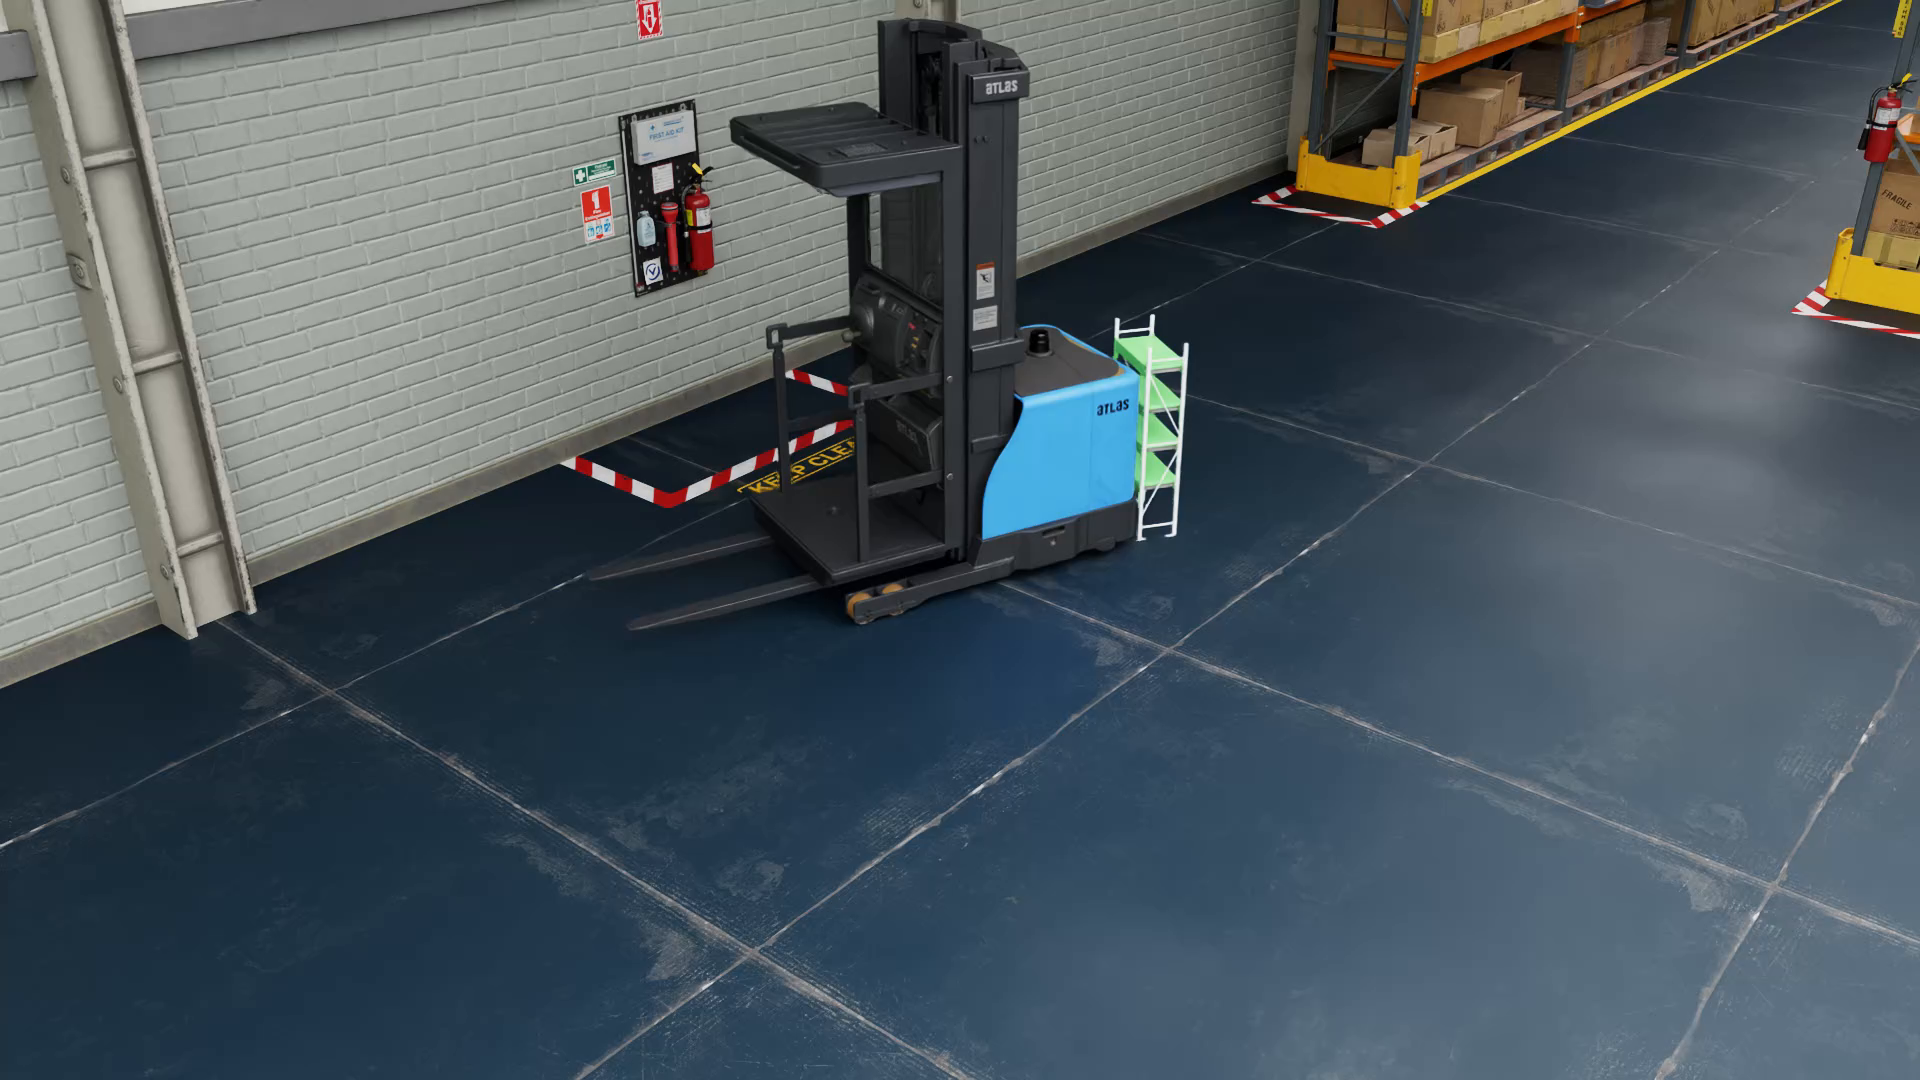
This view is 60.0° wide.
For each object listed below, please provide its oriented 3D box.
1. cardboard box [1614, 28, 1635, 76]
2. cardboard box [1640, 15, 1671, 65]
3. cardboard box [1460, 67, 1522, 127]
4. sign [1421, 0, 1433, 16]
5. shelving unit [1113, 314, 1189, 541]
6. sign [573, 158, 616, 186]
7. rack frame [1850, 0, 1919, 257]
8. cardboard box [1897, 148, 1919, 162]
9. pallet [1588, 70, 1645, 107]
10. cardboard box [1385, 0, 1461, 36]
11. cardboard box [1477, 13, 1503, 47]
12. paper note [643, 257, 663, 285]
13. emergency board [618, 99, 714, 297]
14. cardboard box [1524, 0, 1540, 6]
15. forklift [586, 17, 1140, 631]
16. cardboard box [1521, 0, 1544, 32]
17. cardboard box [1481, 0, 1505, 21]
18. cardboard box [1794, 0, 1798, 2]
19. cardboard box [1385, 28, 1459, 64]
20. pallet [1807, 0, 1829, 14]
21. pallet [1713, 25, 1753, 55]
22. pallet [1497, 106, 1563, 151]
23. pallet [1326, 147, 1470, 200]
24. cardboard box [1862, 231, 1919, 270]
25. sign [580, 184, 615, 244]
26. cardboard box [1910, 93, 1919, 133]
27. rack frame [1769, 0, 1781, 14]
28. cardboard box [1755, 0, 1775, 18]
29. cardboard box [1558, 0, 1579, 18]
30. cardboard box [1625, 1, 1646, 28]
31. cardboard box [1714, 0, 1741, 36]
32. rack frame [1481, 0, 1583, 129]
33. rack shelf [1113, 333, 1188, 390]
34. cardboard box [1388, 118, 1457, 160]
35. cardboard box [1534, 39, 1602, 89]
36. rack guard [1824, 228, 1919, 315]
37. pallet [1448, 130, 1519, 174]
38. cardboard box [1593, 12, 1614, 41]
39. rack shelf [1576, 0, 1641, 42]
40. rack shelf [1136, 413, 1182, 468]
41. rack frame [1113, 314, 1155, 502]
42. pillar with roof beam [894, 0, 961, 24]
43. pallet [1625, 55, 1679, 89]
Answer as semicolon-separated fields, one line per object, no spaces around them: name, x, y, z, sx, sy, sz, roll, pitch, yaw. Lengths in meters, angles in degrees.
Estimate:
cardboard box;7.768;-5.994;20.314;0.700;0.500;0.500;21;34;34
cardboard box;8.479;-6.327;20.958;0.700;0.500;0.500;21;34;35
cardboard box;5.724;-4.800;18.005;0.500;0.500;0.500;18;32;31
sign;4.227;-4.902;15.019;0.100;0.325;0.005;21;34;34
shelving unit;1.085;-0.654;9.708;0.258;1.200;0.503;-8;28;-15
sign;-2.253;-2.269;10.256;0.001;0.109;0.331;21;34;34
rack frame;7.633;-3.230;12.728;1.000;3.000;0.127;21;34;34
cardboard box;8.370;-3.164;14.321;0.500;0.500;0.500;21;34;34
pallet;7.623;-5.567;20.281;1.003;0.211;1.213;21;34;34
cardboard box;4.344;-5.033;15.539;0.500;0.500;0.500;21;34;34
cardboard box;5.012;-5.066;16.419;0.500;0.250;0.500;20;34;34
paper note;-1.997;-1.751;10.829;0.016;0.148;0.142;21;34;34
emergency board;-1.831;-2.185;10.709;0.194;1.169;0.643;21;34;34
cardboard box;5.649;-5.758;16.940;0.500;0.500;0.500;20;33;33
forklift;-0.523;-1.128;8.740;3.031;2.935;1.130;-15;31;-26
cardboard box;5.654;-5.423;17.110;0.500;0.250;0.500;21;34;34
cardboard box;5.000;-5.387;16.223;0.500;0.500;0.500;19;33;33
cardboard box;12.318;-8.419;25.024;0.700;0.500;0.500;20;34;34
cardboard box;4.364;-4.699;15.709;0.500;0.250;0.500;20;33;33
pallet;12.761;-8.373;25.706;1.003;0.211;1.213;21;34;34
pallet;10.233;-6.962;22.978;1.003;0.211;1.213;21;34;34
pallet;5.953;-4.607;18.426;1.003;0.211;1.213;21;34;34
pallet;4.401;-3.742;16.754;1.003;0.211;1.213;21;34;34
cardboard box;7.747;-2.471;13.798;0.500;0.250;0.500;21;34;34
sign;-2.263;-2.035;10.380;0.001;0.329;0.234;21;34;34
cardboard box;7.940;-3.436;13.018;0.700;0.500;0.500;21;34;34
rack frame;11.441;-8.931;23.749;1.000;3.000;0.127;21;34;34
cardboard box;11.128;-7.894;23.627;0.750;0.750;0.750;21;34;35
cardboard box;6.285;-5.780;17.800;0.500;0.250;0.500;21;34;35
cardboard box;8.068;-6.476;20.430;0.500;0.250;0.500;21;34;35
cardboard box;10.028;-7.275;22.431;0.750;0.750;0.750;21;34;34
rack frame;6.353;-6.094;18.266;1.000;3.000;0.127;21;34;34
rack shelf;1.085;-1.023;9.517;0.258;0.148;0.480;-8;28;-15
cardboard box;4.681;-4.098;16.855;0.500;0.311;0.500;24;36;38
cardboard box;7.098;-5.643;19.635;0.700;0.500;0.500;20;33;33
rack guard;7.618;-2.111;13.286;1.175;0.500;0.348;21;34;34
pallet;5.177;-4.173;17.586;1.003;0.211;1.213;21;34;34
cardboard box;7.414;-6.121;19.743;0.500;0.250;0.500;20;33;33
rack shelf;7.625;-6.484;19.802;1.077;0.370;4.000;21;34;34
rack shelf;1.085;-0.597;9.738;0.258;0.148;0.480;-8;28;-15
rack frame;1.015;-0.761;9.916;0.240;1.200;0.015;-8;28;-15
pillar with roof beam;3.092;-4.456;8.570;9.100;9.000;0.400;21;34;34
pallet;8.399;-5.997;21.113;1.003;0.211;1.213;21;34;34
